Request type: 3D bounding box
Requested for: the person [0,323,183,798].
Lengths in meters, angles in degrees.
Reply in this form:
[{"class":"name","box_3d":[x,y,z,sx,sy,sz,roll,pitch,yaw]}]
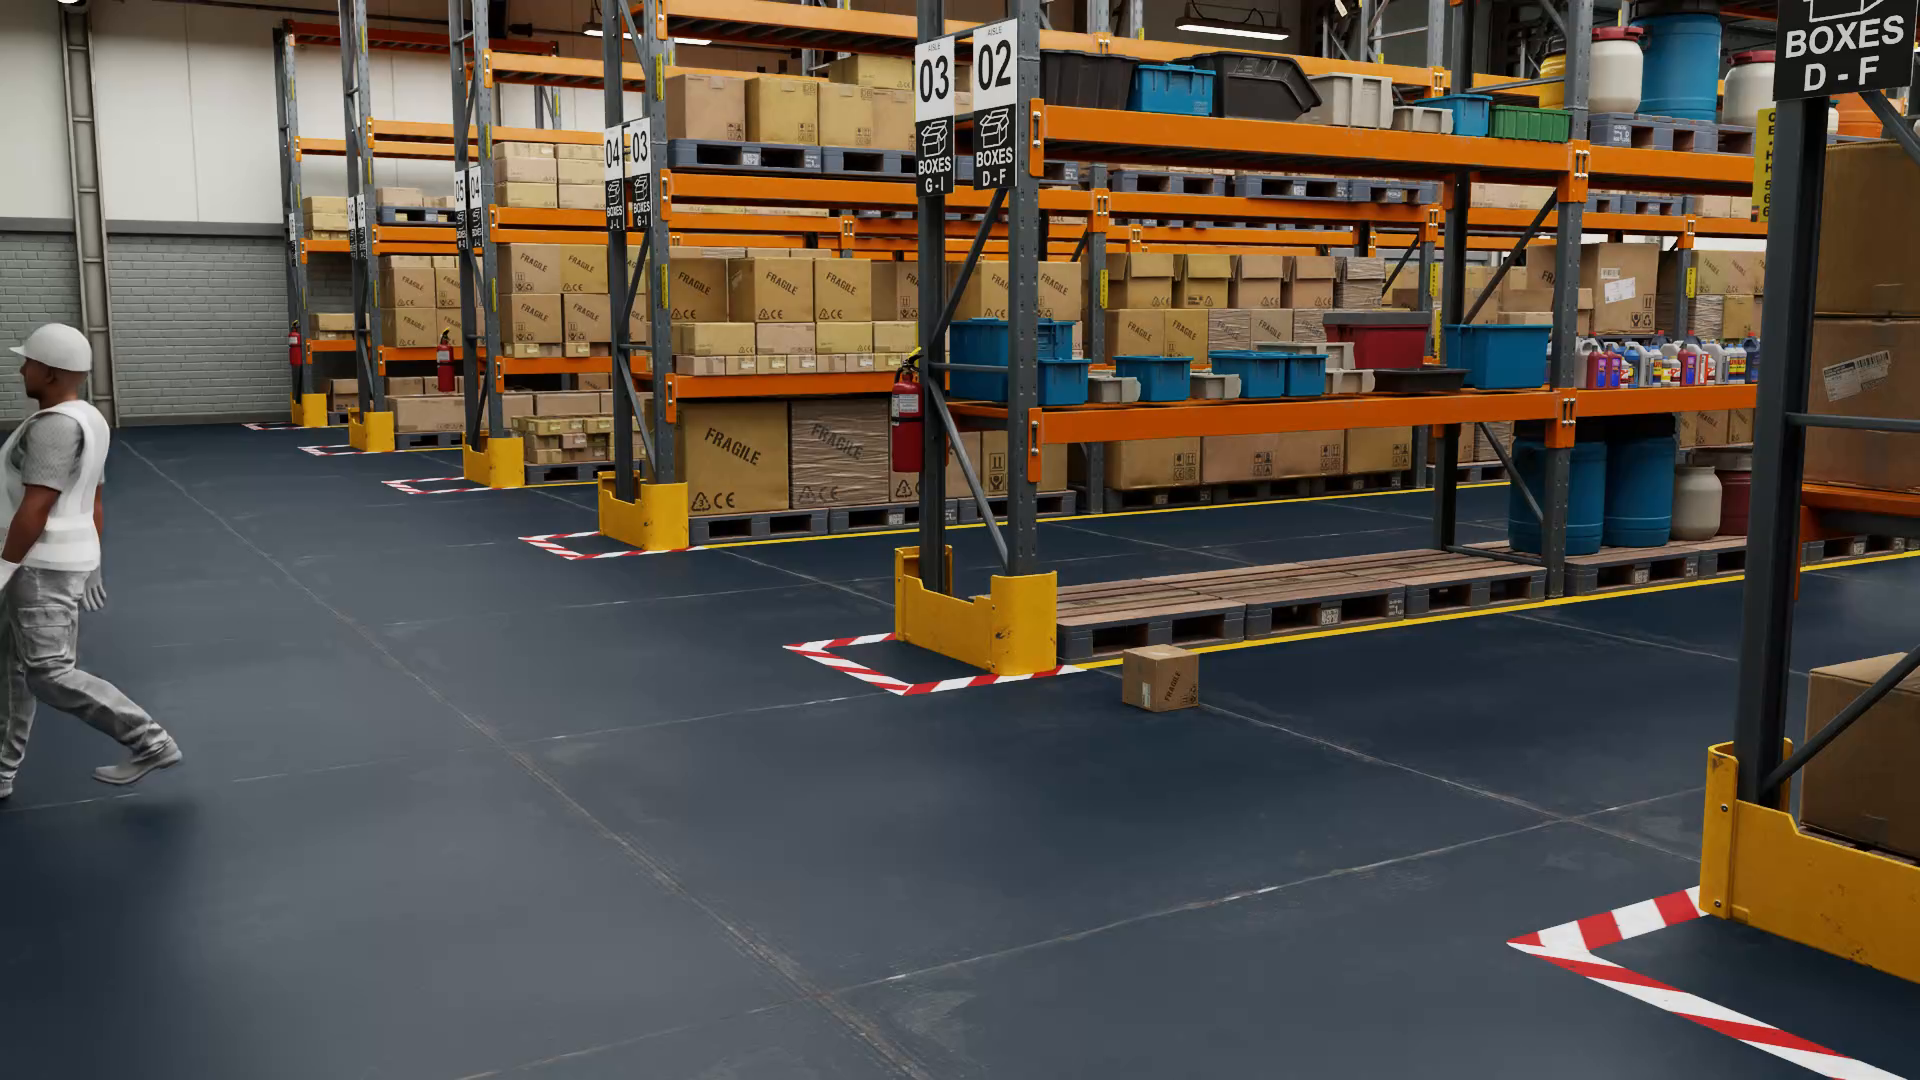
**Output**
[{"class":"person","box_3d":[-3.374,0.097,6.067,0.910,1.755,0.552,-3,9,-21]}]
